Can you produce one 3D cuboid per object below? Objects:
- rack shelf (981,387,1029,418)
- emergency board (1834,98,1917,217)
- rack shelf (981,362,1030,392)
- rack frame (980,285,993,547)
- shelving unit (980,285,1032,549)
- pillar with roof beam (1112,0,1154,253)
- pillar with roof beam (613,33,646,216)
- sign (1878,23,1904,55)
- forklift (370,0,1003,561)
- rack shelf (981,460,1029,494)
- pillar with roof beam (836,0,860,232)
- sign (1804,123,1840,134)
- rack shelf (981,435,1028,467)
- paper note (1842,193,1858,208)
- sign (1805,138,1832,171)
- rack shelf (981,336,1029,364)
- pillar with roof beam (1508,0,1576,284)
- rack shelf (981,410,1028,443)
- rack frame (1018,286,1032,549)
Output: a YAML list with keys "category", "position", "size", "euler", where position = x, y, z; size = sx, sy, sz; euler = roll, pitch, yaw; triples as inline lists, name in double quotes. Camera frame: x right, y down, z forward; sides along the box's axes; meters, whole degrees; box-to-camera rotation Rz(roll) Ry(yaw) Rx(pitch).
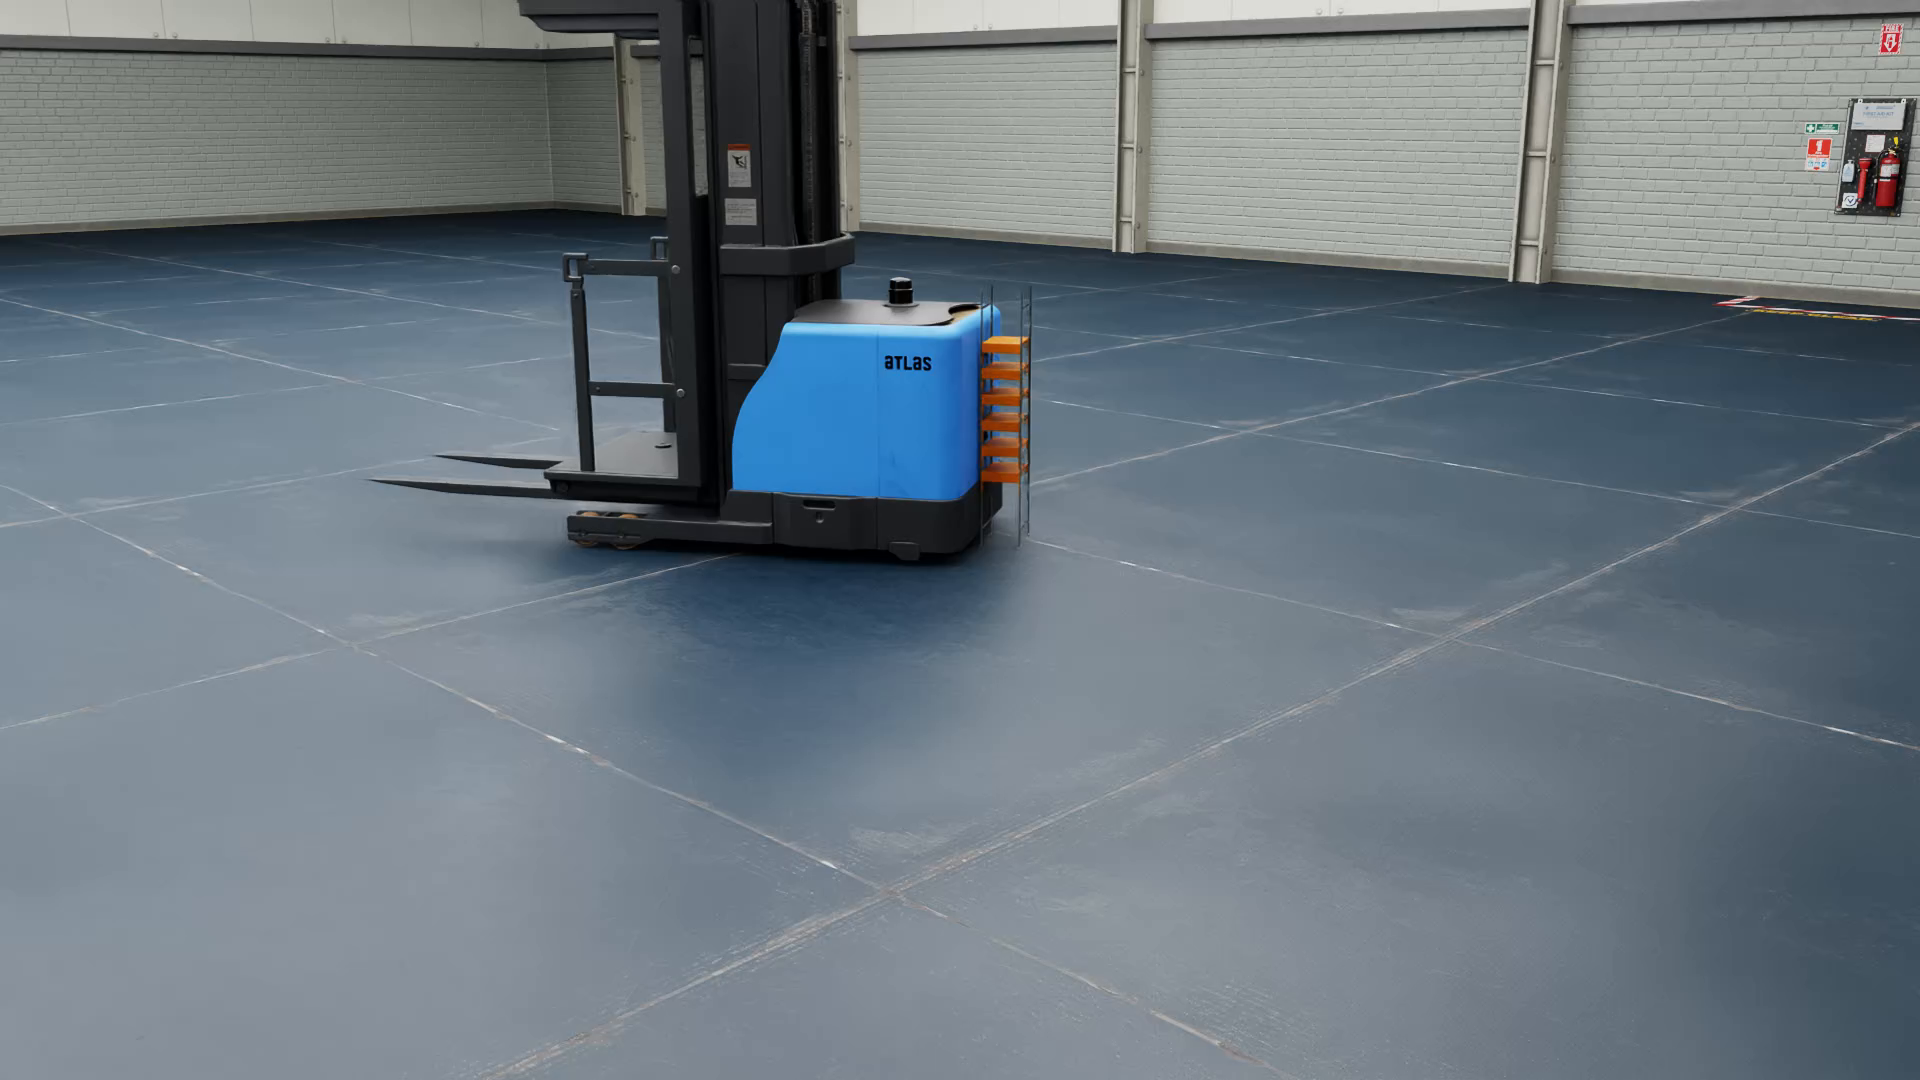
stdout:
- category: "rack shelf"
  position: [0.213, -0.645, 7.729]
  size: [0.180, 0.103, 0.258]
  euler: [3, 15, 13]
- category: "emergency board"
  position: [9.304, -3.900, 16.952]
  size: [0.643, 1.169, 0.194]
  euler: [14, 20, 42]
- category: "rack shelf"
  position: [0.213, -0.761, 7.699]
  size: [0.180, 0.103, 0.258]
  euler: [3, 15, 13]
- category: "rack frame"
  position: [0.124, -0.577, 7.768]
  size: [0.006, 1.200, 0.240]
  euler: [3, 15, 13]
- category: "shelving unit"
  position: [0.213, -0.572, 7.748]
  size: [0.189, 1.200, 0.258]
  euler: [3, 15, 13]
- category: "pillar with roof beam"
  position: [-0.570, -7.683, 19.570]
  size: [0.400, 9.000, 9.100]
  euler: [14, 20, 42]
- category: "pillar with roof beam"
  position: [-9.208, -9.783, 27.630]
  size: [0.400, 9.000, 9.100]
  euler: [14, 20, 42]
- category: "sign"
  position: [9.367, -5.041, 16.734]
  size: [0.199, 0.298, 0.001]
  euler: [14, 20, 42]
- category: "forklift"
  position: [-1.361, -1.497, 7.866]
  size: [3.031, 2.935, 1.130]
  euler: [3, 15, 13]
- category: "rack shelf"
  position: [0.213, -0.297, 7.820]
  size: [0.180, 0.103, 0.258]
  euler: [3, 15, 13]
- category: "pillar with roof beam"
  position: [-4.889, -8.733, 23.600]
  size: [0.400, 9.000, 9.100]
  euler: [14, 20, 42]
- category: "sign"
  position: [8.975, -4.287, 17.314]
  size: [0.331, 0.109, 0.001]
  euler: [14, 20, 42]
- category: "rack shelf"
  position: [0.213, -0.413, 7.790]
  size: [0.180, 0.103, 0.258]
  euler: [3, 15, 13]
- category: "paper note"
  position: [9.225, -3.517, 17.230]
  size: [0.142, 0.148, 0.016]
  euler: [14, 20, 42]
- category: "sign"
  position: [8.978, -4.033, 17.390]
  size: [0.234, 0.329, 0.001]
  euler: [14, 20, 42]
- category: "rack shelf"
  position: [0.213, -0.878, 7.669]
  size: [0.180, 0.103, 0.258]
  euler: [3, 15, 13]
- category: "pillar with roof beam"
  position: [3.749, -6.633, 15.540]
  size: [0.400, 9.000, 9.100]
  euler: [14, 20, 42]
- category: "rack shelf"
  position: [0.213, -0.529, 7.760]
  size: [0.180, 0.103, 0.258]
  euler: [3, 15, 13]
- category: "rack frame"
  position: [0.302, -0.567, 7.729]
  size: [0.006, 1.200, 0.240]
  euler: [3, 15, 13]
